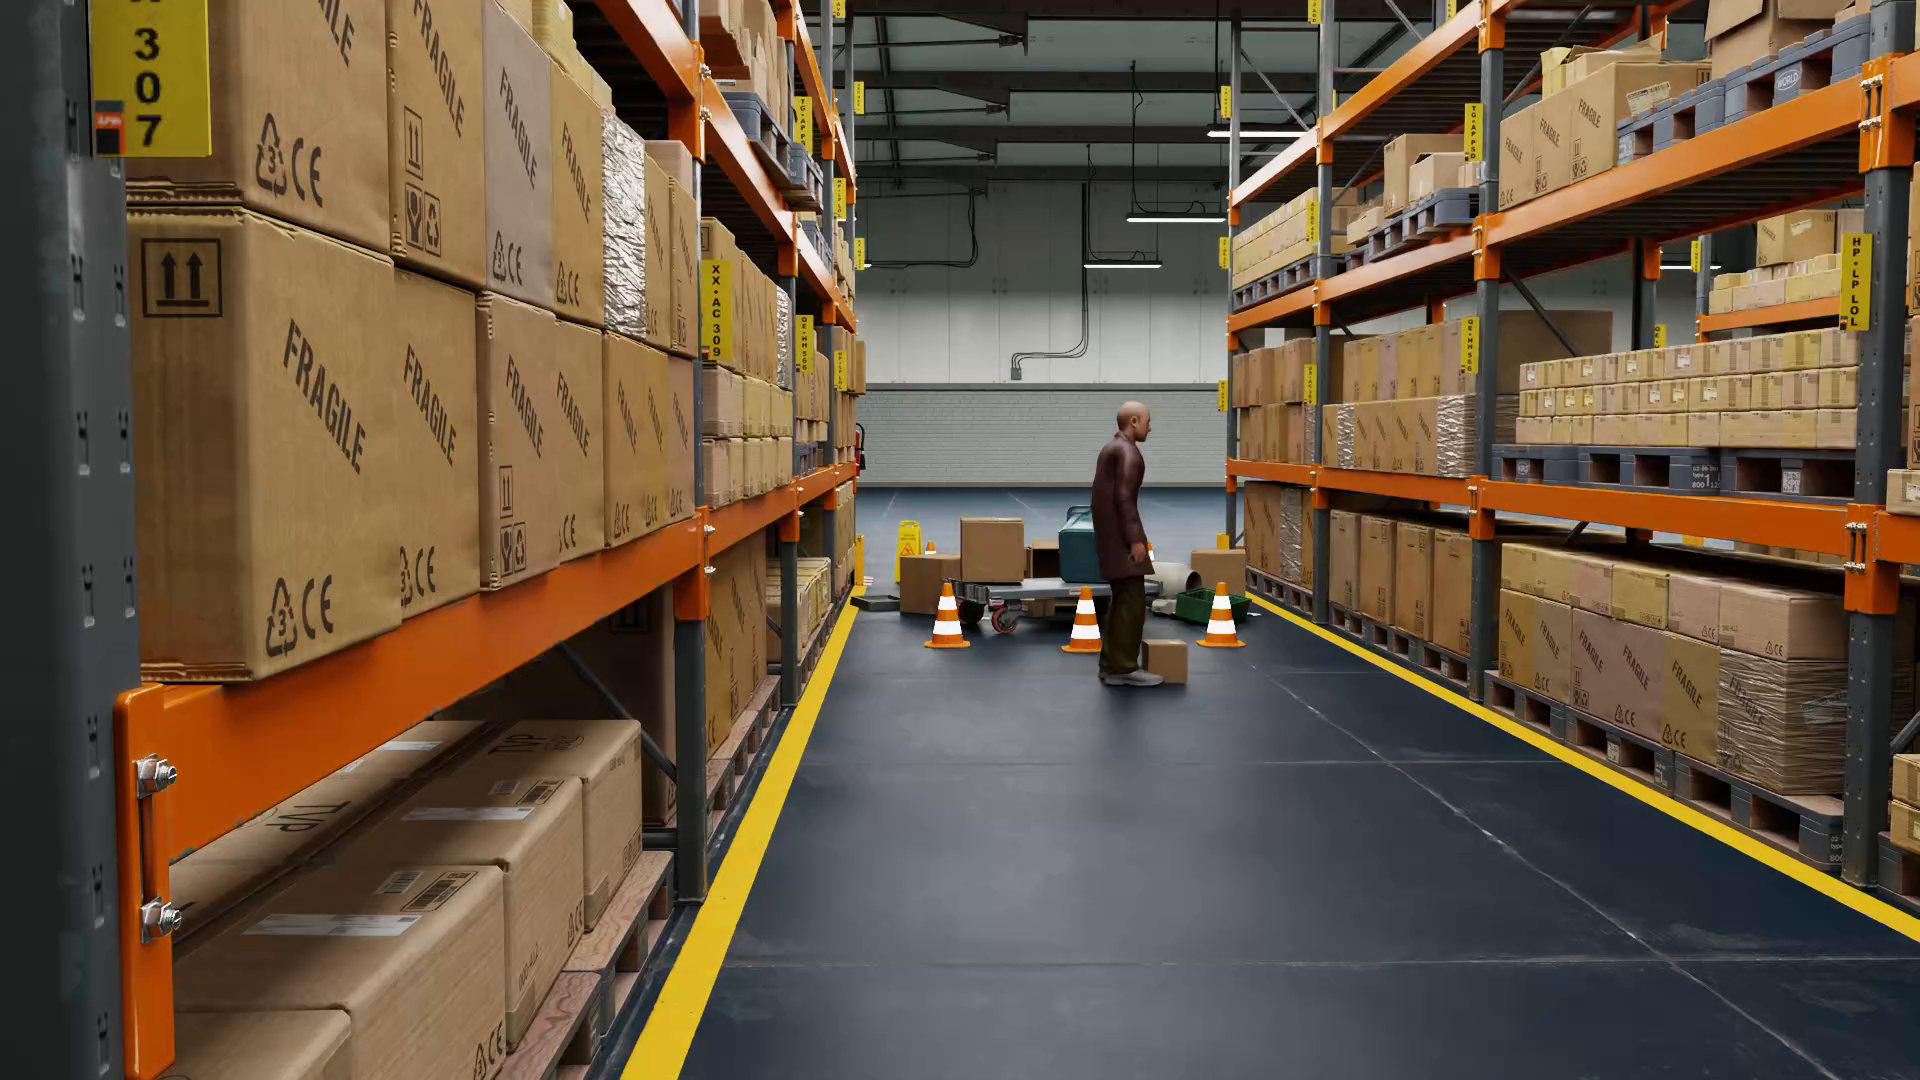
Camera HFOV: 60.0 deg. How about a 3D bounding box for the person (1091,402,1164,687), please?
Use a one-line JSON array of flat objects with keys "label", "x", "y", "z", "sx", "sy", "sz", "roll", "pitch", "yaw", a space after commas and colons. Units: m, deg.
[{"label": "person", "x": 1.046, "y": 0.110, "z": 10.520, "sx": 0.429, "sy": 1.576, "sz": 0.643, "roll": 0, "pitch": 4, "yaw": -4}]
